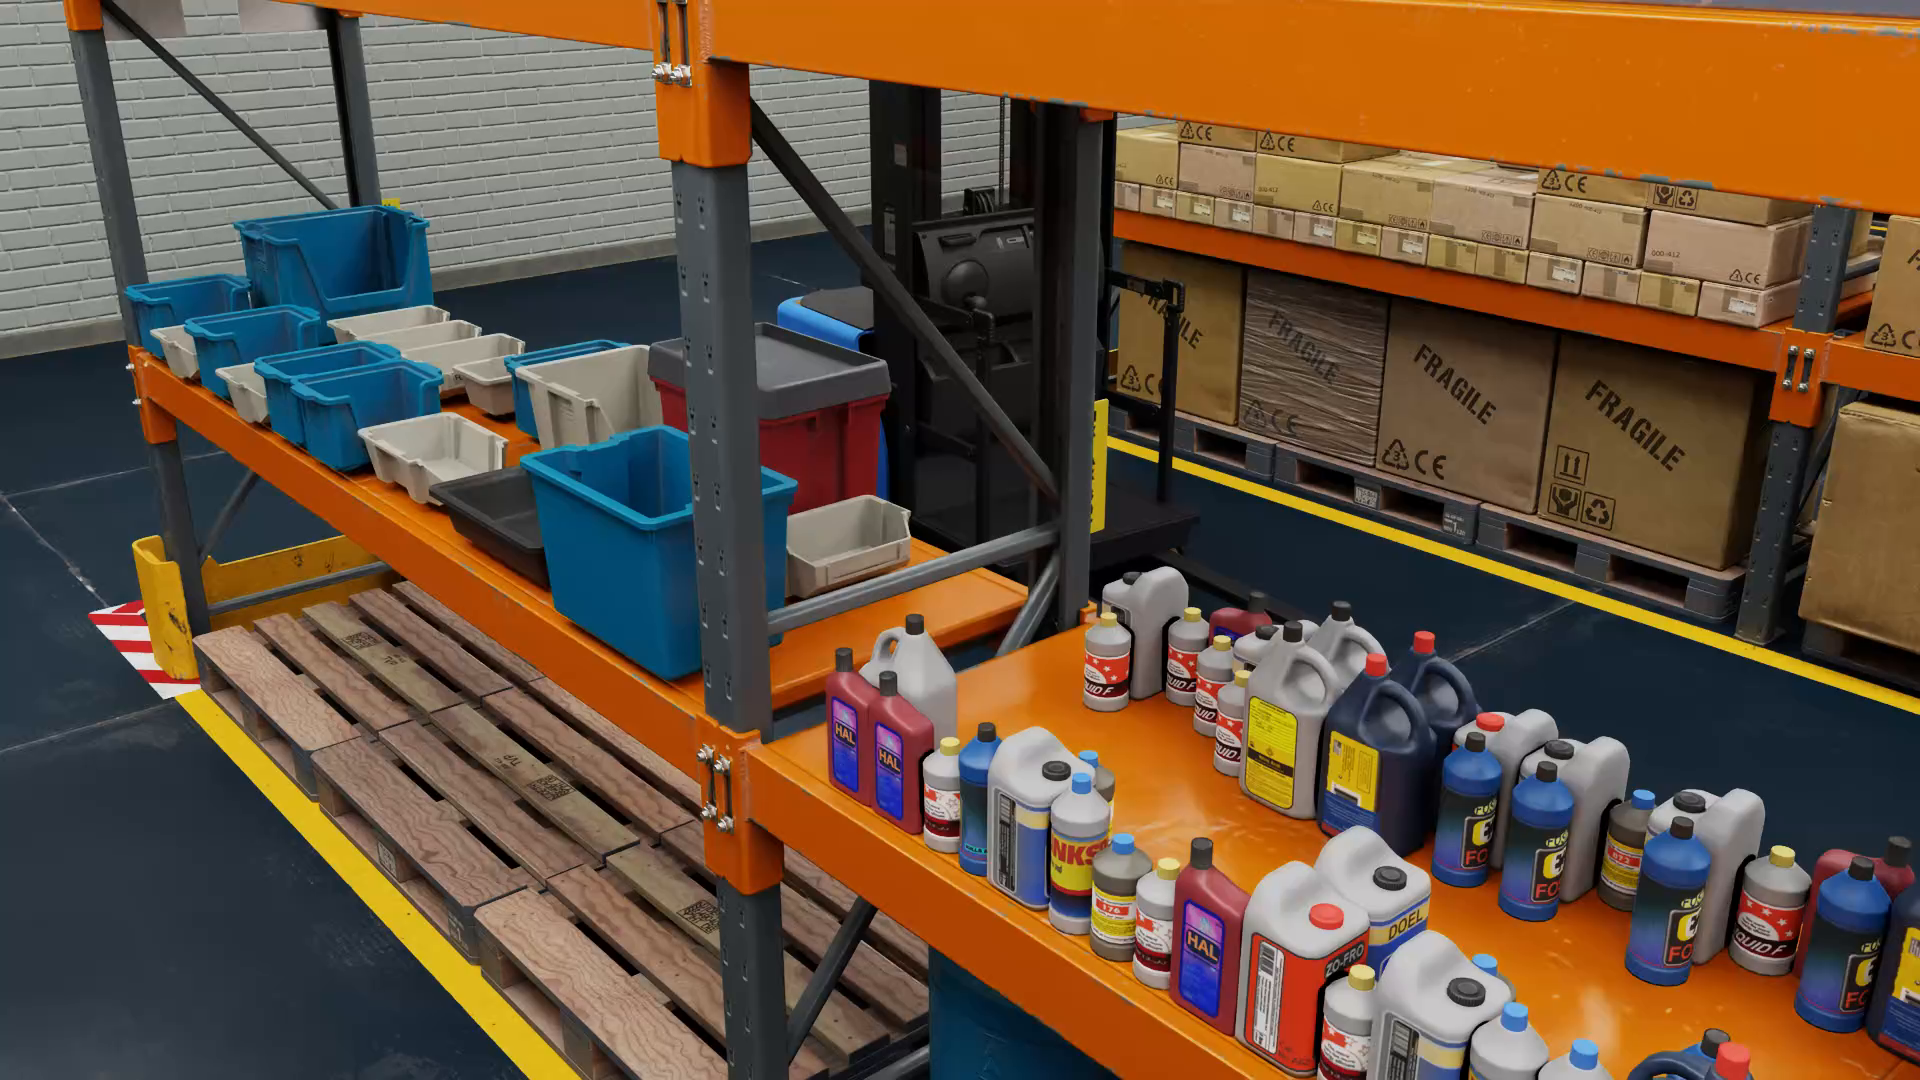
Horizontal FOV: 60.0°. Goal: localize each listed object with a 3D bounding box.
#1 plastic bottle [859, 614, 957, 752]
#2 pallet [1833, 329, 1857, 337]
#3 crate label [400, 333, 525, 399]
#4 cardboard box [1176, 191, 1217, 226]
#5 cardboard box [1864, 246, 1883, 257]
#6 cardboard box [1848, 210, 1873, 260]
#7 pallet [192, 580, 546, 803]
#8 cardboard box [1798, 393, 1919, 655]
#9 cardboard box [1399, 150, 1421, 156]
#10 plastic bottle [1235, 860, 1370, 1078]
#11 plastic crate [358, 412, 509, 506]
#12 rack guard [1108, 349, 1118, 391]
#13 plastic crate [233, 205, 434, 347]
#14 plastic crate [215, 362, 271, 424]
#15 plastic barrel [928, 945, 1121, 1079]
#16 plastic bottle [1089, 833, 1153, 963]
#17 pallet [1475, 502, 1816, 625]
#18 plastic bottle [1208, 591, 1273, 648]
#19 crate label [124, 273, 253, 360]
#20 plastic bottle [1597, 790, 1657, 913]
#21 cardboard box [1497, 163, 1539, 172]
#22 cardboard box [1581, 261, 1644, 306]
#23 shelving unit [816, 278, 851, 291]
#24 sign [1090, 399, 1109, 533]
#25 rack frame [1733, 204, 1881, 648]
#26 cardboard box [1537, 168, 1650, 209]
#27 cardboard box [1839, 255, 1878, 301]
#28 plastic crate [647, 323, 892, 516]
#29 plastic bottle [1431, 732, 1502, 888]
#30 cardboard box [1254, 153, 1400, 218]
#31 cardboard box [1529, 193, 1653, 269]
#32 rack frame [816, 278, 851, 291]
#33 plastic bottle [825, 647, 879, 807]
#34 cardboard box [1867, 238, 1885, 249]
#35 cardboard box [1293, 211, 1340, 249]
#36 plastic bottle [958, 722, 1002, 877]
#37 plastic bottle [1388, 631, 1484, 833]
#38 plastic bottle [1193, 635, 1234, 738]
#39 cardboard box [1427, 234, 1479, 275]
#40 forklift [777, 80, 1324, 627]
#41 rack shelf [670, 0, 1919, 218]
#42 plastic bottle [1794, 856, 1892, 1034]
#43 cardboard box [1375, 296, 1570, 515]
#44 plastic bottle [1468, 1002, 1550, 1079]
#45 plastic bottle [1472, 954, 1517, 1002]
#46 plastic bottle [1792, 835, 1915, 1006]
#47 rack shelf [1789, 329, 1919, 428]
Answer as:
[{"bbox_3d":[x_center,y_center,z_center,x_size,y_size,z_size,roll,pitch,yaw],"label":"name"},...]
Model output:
[{"bbox_3d":[-0.099,0.301,3.171,0.144,0.351,0.185,-17,27,-37],"label":"plastic bottle"},{"bbox_3d":[6.200,-1.456,11.411,1.003,0.211,1.213,-17,27,-37],"label":"pallet"},{"bbox_3d":[-1.673,-0.581,5.634,0.396,0.136,0.243,-17,27,-37],"label":"crate label"},{"bbox_3d":[1.349,-1.757,8.702,0.380,0.149,0.250,-18,28,-39],"label":"cardboard box"},{"bbox_3d":[6.050,-1.859,11.134,0.380,0.149,0.250,-17,27,-37],"label":"cardboard box"},{"bbox_3d":[3.534,-1.348,7.110,0.500,0.250,0.500,-18,28,-38],"label":"cardboard box"},{"bbox_3d":[-2.212,0.523,6.360,1.003,0.211,1.213,-17,27,-37],"label":"pallet"},{"bbox_3d":[4.075,-0.121,6.518,1.225,0.875,0.875,-17,27,-37],"label":"cardboard box"},{"bbox_3d":[2.212,-1.909,8.543,0.500,0.250,0.500,-19,28,-39],"label":"cardboard box"},{"bbox_3d":[0.508,0.624,2.447,0.152,0.276,0.135,-17,27,-37],"label":"plastic bottle"},{"bbox_3d":[-1.474,-0.223,4.718,0.293,0.136,0.466,-17,27,-37],"label":"plastic crate"},{"bbox_3d":[1.016,-1.035,9.940,1.175,0.500,0.348,-17,27,-37],"label":"rack guard"},{"bbox_3d":[-2.361,-1.009,6.317,0.616,0.435,0.499,-17,27,-37],"label":"plastic crate"},{"bbox_3d":[-2.220,-0.476,5.365,0.250,0.136,0.298,-17,27,-37],"label":"plastic crate"},{"bbox_3d":[0.232,1.028,3.548,0.600,0.901,0.708,-17,27,-37],"label":"plastic barrel"},{"bbox_3d":[0.261,0.570,2.689,0.097,0.201,0.097,0,21,0],"label":"plastic bottle"},{"bbox_3d":[3.205,-0.017,7.739,1.003,0.211,1.213,-17,27,-37],"label":"pallet"},{"bbox_3d":[0.578,0.231,3.440,0.061,0.283,0.133,-17,27,-37],"label":"plastic bottle"},{"bbox_3d":[-2.809,-0.816,6.103,0.416,0.233,0.303,-17,27,-37],"label":"crate label"},{"bbox_3d":[1.144,0.520,2.817,0.097,0.201,0.097,0,21,0],"label":"plastic bottle"},{"bbox_3d":[2.865,-1.978,7.692,0.500,0.500,0.500,-19,28,-39],"label":"cardboard box"},{"bbox_3d":[2.859,-1.118,7.070,0.380,0.149,0.250,-18,28,-38],"label":"cardboard box"},{"bbox_3d":[-0.577,-0.797,8.579,0.215,1.050,0.252,-14,25,-32],"label":"shelving unit"},{"bbox_3d":[0.308,-0.167,3.918,0.100,0.325,0.005,-17,27,-37],"label":"sign"},{"bbox_3d":[3.642,-1.087,6.646,1.000,3.000,0.127,-17,27,-37],"label":"rack frame"},{"bbox_3d":[2.816,-1.708,7.000,0.500,0.500,0.500,-17,27,-37],"label":"cardboard box"},{"bbox_3d":[3.701,-1.131,7.103,0.380,0.149,0.250,-17,27,-37],"label":"cardboard box"},{"bbox_3d":[-0.503,-0.272,4.395,0.402,0.464,0.583,-17,27,-37],"label":"plastic crate"},{"bbox_3d":[0.877,0.459,2.875,0.097,0.271,0.097,0,21,0],"label":"plastic bottle"},{"bbox_3d":[1.810,-1.782,8.219,0.500,0.250,0.500,-19,28,-39],"label":"cardboard box"},{"bbox_3d":[2.816,-1.357,7.135,0.500,0.250,0.500,-16,27,-36],"label":"cardboard box"},{"bbox_3d":[-0.646,-0.833,8.672,0.200,1.050,0.008,-14,25,-32],"label":"rack frame"},{"bbox_3d":[-0.194,0.349,3.139,0.061,0.283,0.133,-17,27,-37],"label":"plastic bottle"},{"bbox_3d":[6.397,-1.967,11.411,0.380,0.149,0.250,-17,27,-37],"label":"cardboard box"},{"bbox_3d":[1.854,-1.544,8.157,0.380,0.149,0.250,-18,28,-38],"label":"cardboard box"},{"bbox_3d":[0.046,0.446,2.908,0.097,0.271,0.097,0,21,0],"label":"plastic bottle"},{"bbox_3d":[0.859,0.342,3.065,0.144,0.351,0.185,-17,27,-37],"label":"plastic bottle"},{"bbox_3d":[0.530,0.293,3.394,0.097,0.201,0.097,0,21,0],"label":"plastic bottle"},{"bbox_3d":[2.356,-1.331,7.614,0.380,0.149,0.250,-18,28,-38],"label":"cardboard box"},{"bbox_3d":[0.351,-1.177,6.971,1.130,2.935,3.031,-14,25,-32],"label":"forklift"},{"bbox_3d":[1.195,-0.417,1.809,1.077,0.370,4.000,-17,27,-37],"label":"rack shelf"},{"bbox_3d":[1.336,0.602,2.509,0.097,0.271,0.097,0,21,0],"label":"plastic bottle"},{"bbox_3d":[2.685,-0.743,8.106,0.875,0.875,0.875,-17,27,-37],"label":"cardboard box"},{"bbox_3d":[0.714,0.729,2.186,0.097,0.271,0.097,0,21,0],"label":"plastic bottle"},{"bbox_3d":[0.742,0.688,2.386,0.097,0.201,0.097,0,21,0],"label":"plastic bottle"},{"bbox_3d":[1.385,0.573,2.568,0.061,0.283,0.133,-17,27,-37],"label":"plastic bottle"},{"bbox_3d":[4.948,-0.199,5.366,1.077,0.370,4.000,-17,27,-37],"label":"rack shelf"}]
